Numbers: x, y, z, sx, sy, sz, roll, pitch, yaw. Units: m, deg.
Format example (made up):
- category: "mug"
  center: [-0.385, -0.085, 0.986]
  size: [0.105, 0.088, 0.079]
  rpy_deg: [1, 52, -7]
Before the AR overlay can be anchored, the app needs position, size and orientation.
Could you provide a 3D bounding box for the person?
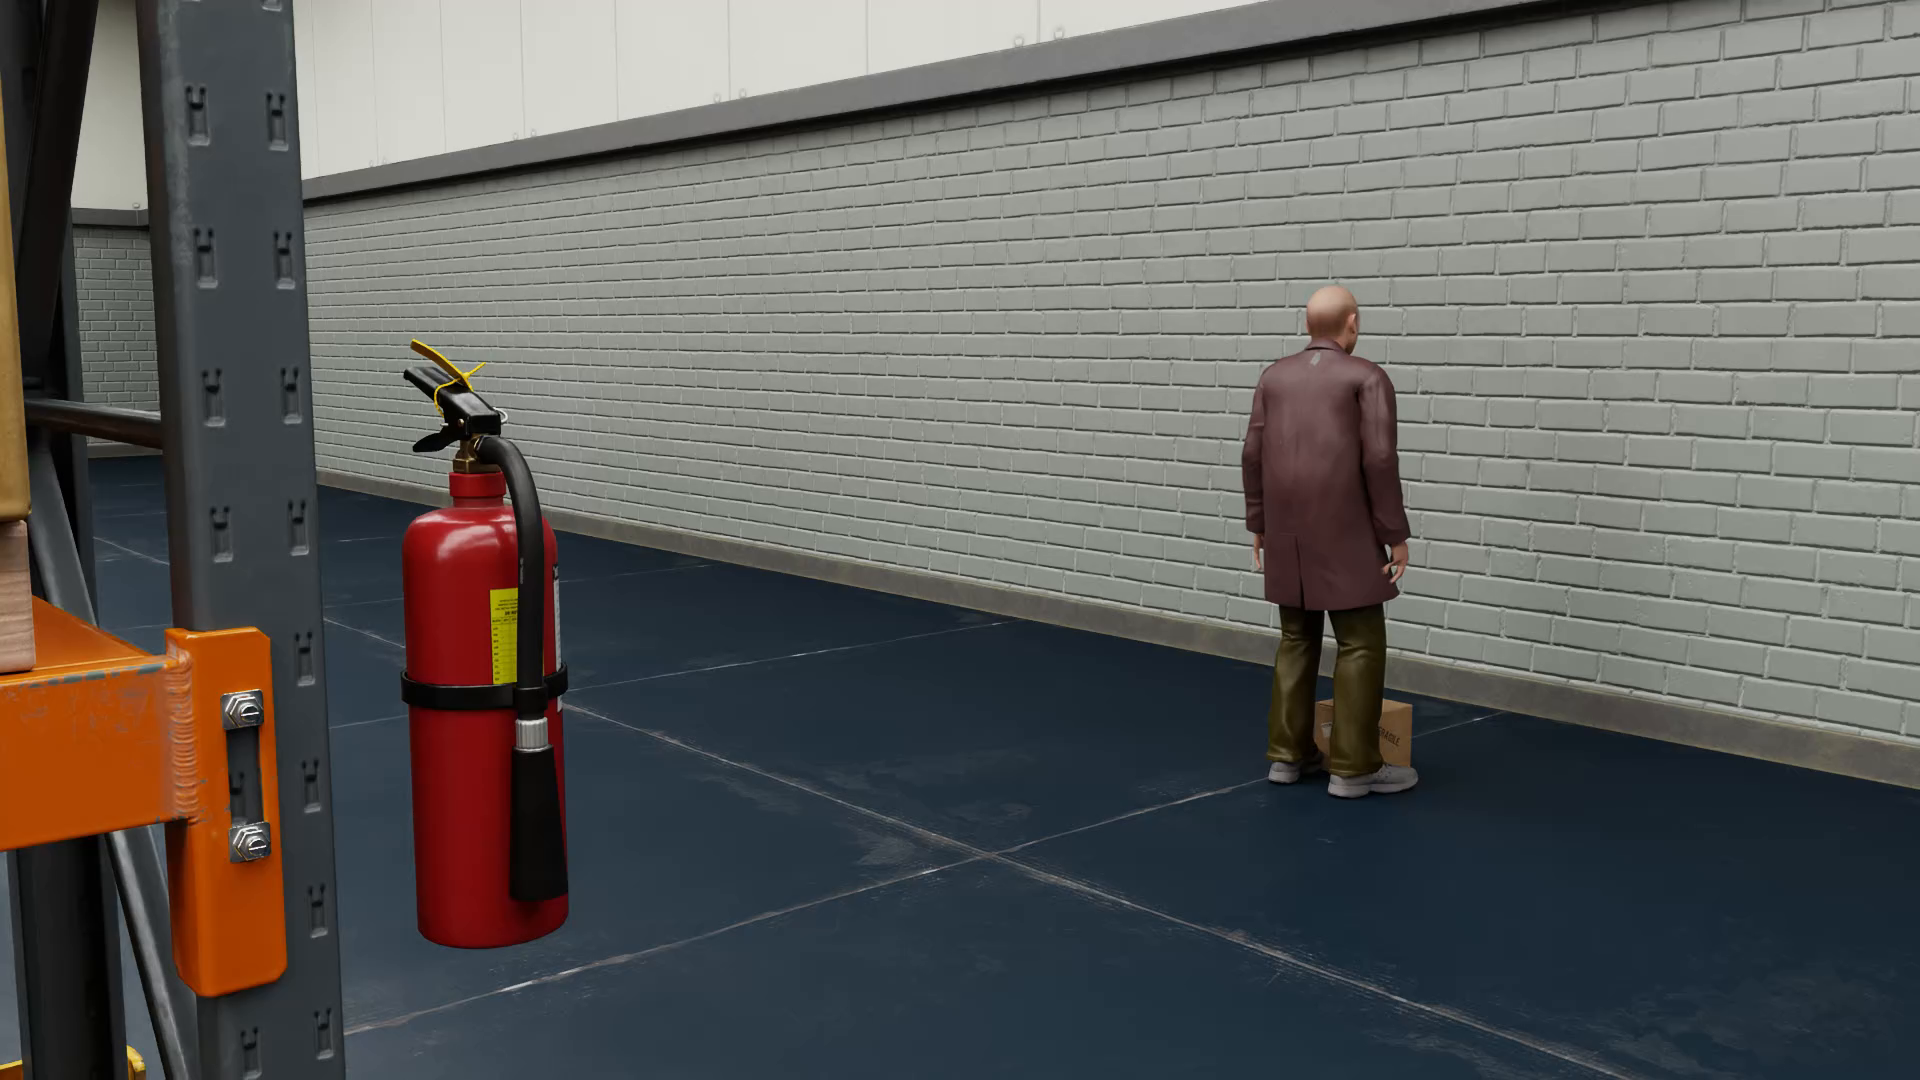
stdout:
- category: "person"
  center: [1.295, -0.008, 5.903]
  size: [0.427, 1.773, 0.652]
  rpy_deg: [-7, 10, -44]
